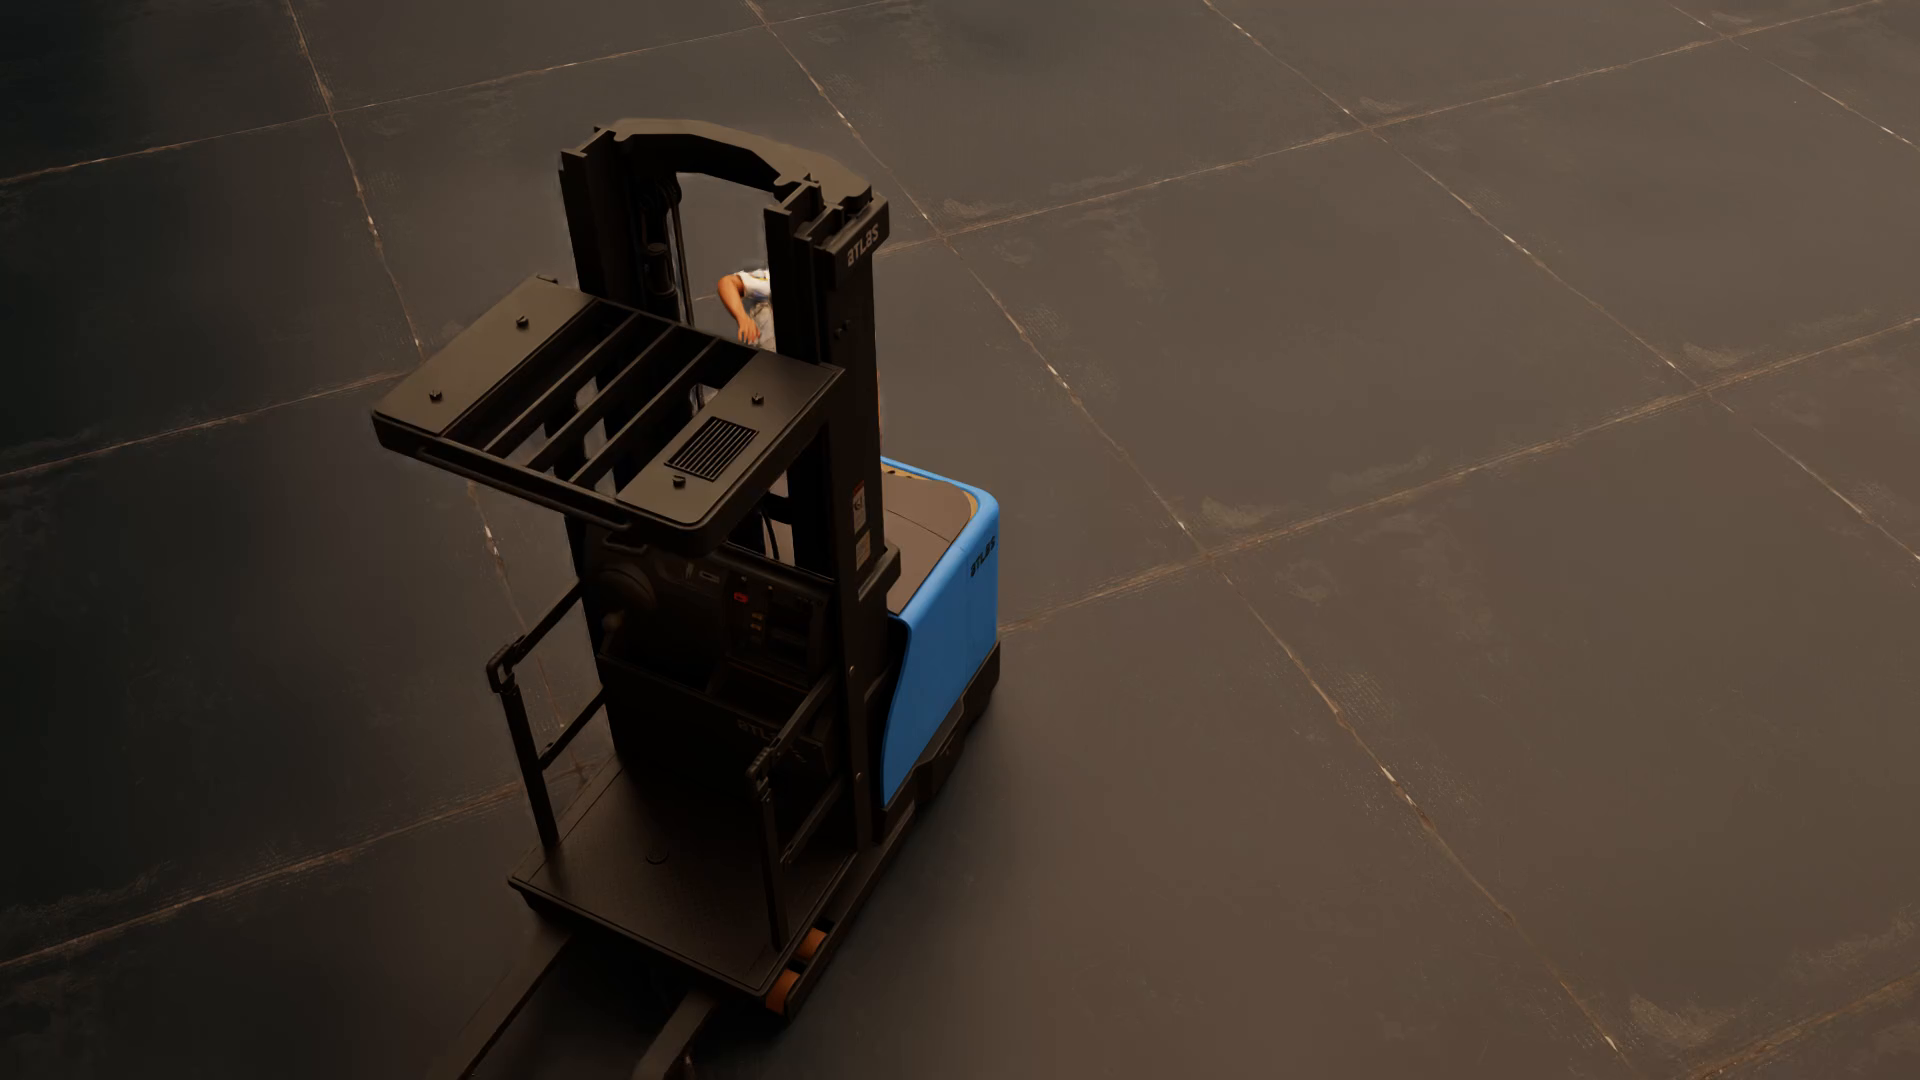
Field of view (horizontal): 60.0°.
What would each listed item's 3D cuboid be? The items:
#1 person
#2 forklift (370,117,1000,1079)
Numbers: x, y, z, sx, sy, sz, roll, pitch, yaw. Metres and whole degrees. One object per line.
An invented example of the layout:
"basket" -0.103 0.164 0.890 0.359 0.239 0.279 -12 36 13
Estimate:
"person" -0.768 -0.600 7.472 0.950 1.387 0.852 -4 43 -5
"forklift" -0.945 0.287 5.372 1.130 2.935 3.031 19 46 19
